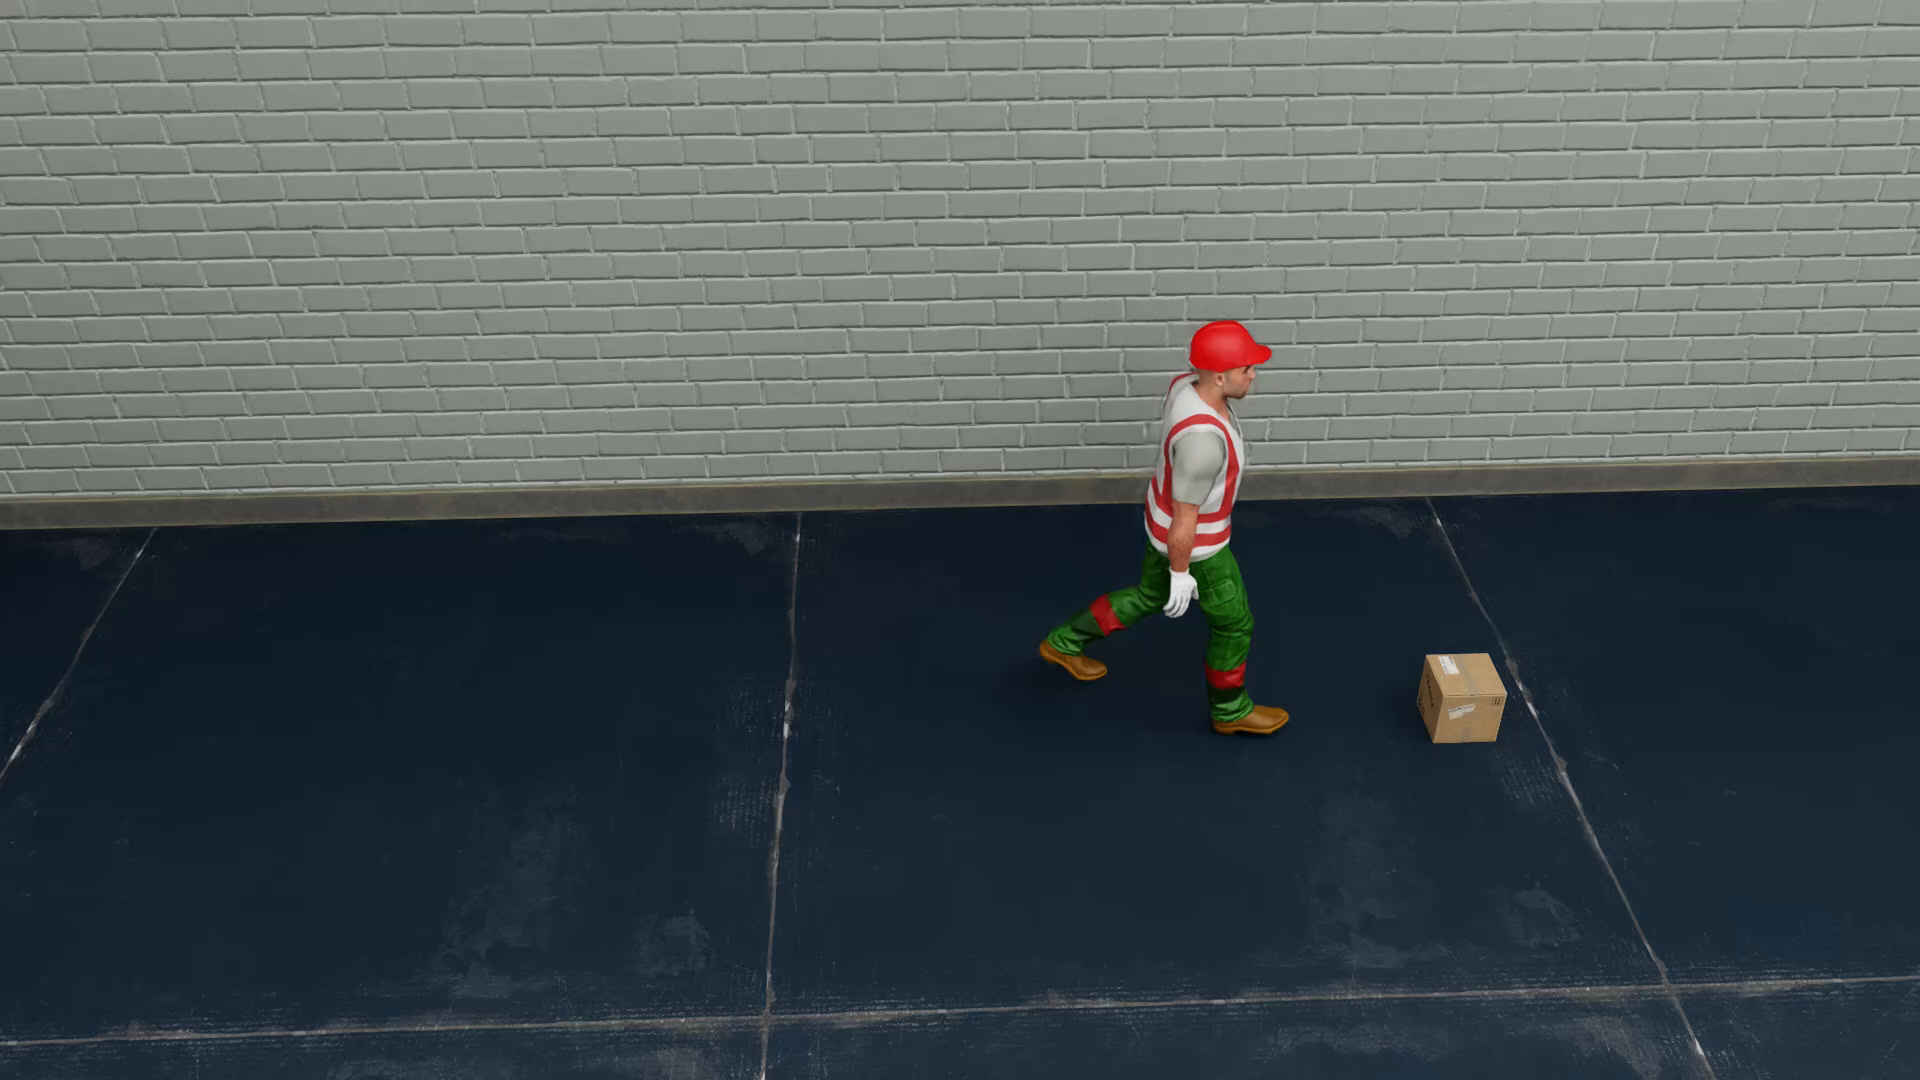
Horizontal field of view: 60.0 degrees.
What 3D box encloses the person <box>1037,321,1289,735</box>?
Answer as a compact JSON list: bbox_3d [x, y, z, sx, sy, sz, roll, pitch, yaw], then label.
[{"bbox_3d":[0.805,-0.018,6.159,0.986,1.756,0.565,0,35,0],"label":"person"}]
